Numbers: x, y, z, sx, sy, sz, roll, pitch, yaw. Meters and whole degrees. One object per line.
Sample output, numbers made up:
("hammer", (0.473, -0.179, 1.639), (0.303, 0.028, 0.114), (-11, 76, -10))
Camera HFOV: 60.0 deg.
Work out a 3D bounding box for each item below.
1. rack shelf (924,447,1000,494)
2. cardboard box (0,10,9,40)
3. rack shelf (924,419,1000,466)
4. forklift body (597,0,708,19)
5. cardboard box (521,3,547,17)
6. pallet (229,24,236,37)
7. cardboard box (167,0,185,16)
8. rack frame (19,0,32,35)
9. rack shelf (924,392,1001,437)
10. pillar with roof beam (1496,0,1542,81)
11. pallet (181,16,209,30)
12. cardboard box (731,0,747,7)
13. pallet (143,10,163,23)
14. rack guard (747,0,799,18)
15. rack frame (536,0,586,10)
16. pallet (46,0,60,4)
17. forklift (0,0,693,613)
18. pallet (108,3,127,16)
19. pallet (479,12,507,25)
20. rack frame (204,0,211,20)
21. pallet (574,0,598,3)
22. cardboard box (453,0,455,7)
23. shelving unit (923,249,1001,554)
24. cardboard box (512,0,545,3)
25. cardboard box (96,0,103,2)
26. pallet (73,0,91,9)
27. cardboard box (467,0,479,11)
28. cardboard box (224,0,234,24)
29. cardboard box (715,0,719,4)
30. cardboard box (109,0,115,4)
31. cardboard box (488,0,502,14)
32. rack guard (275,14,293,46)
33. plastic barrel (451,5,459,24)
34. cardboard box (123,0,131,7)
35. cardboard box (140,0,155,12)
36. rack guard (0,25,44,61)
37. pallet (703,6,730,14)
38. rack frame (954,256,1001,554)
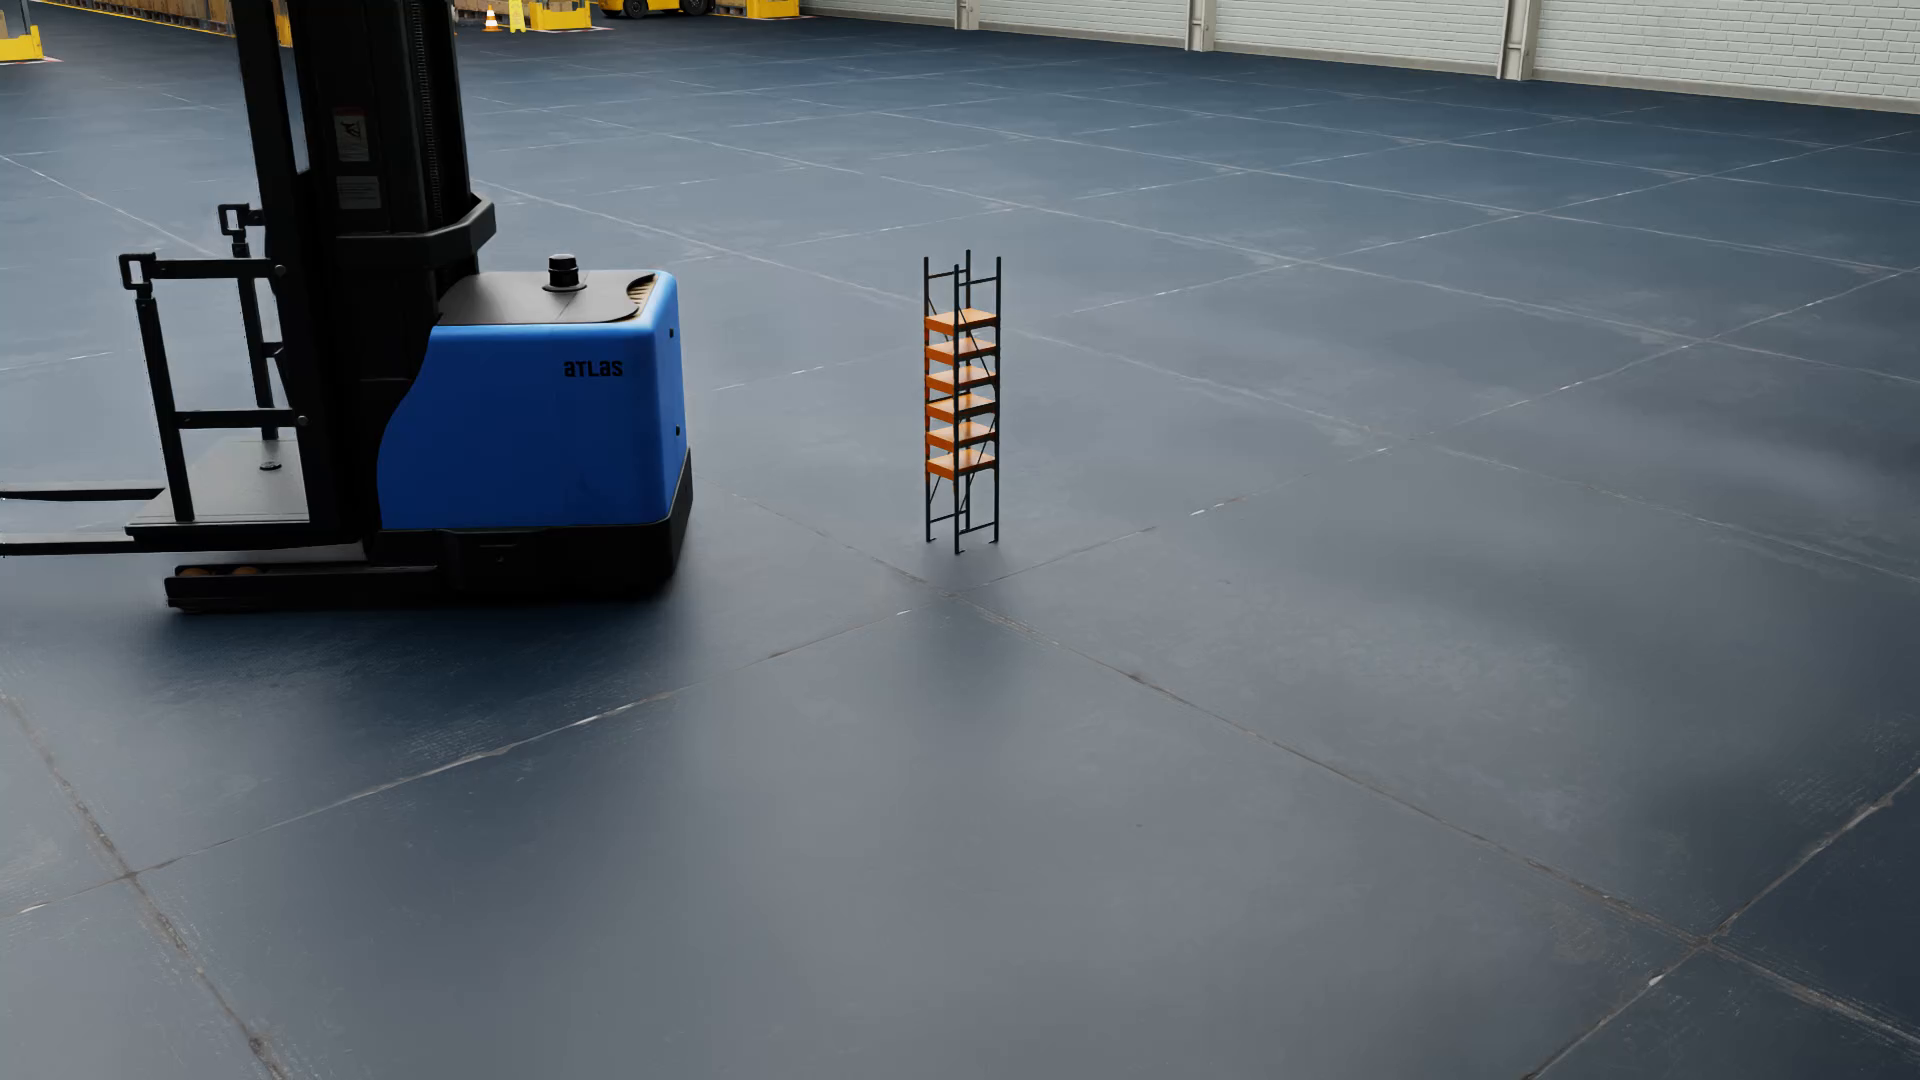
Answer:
("rack shelf", (0.009, -0.290, 6.859), (0.258, 0.103, 0.180), (-17, 27, -37))
("cardboard box", (-15.665, -8.262, 26.816), (0.500, 0.500, 0.500), (-12, 24, -28))
("rack shelf", (0.009, -0.402, 6.815), (0.258, 0.103, 0.180), (-17, 27, -37))
("forklift body", (-6.624, -12.290, 35.412), (2.313, 2.155, 1.214), (-17, 27, -37))
("cardboard box", (-8.510, -10.494, 32.857), (0.500, 0.250, 0.500), (-18, 27, -38))
("pallet", (-12.820, -9.447, 30.814), (1.003, 0.211, 1.213), (-17, 27, -37))
("cardboard box", (-15.158, -10.877, 33.150), (1.050, 0.750, 0.750), (-17, 27, -37))
("rack frame", (-15.270, -9.053, 25.986), (1.000, 3.000, 0.127), (-17, 27, -37))
("rack shelf", (0.009, -0.513, 6.771), (0.258, 0.103, 0.180), (-17, 27, -37))
("pillar with roof beam", (4.712, -9.798, 19.660), (9.100, 9.000, 0.400), (-17, 27, -37))
("pallet", (-14.618, -10.208, 32.758), (1.003, 0.211, 1.213), (-17, 27, -37))
("cardboard box", (-4.551, -11.565, 35.593), (0.500, 0.250, 0.500), (-17, 27, -37))
("pallet", (-16.211, -10.882, 34.479), (1.003, 0.211, 1.213), (-17, 27, -37))
("rack guard", (-3.989, -11.425, 35.467), (1.175, 0.500, 0.348), (-17, 27, -37))
("rack frame", (-7.762, -11.413, 32.009), (1.000, 3.000, 0.127), (-17, 27, -37))
("pallet", (-21.337, -13.074, 40.076), (1.003, 0.211, 1.213), (-17, 27, -37))
("forklift", (-2.647, -1.289, 6.256), (3.031, 2.935, 1.130), (-1, 21, -3))
("pallet", (-17.970, -11.671, 36.493), (1.003, 0.211, 1.213), (-17, 27, -37))
("pallet", (-9.108, -10.705, 34.026), (1.003, 0.211, 1.213), (-17, 27, -37))
("rack frame", (-14.057, -11.311, 31.751), (1.000, 3.000, 0.127), (-17, 27, -37))
("pallet", (-8.719, -13.270, 40.576), (1.003, 0.211, 1.213), (-17, 27, -37))
("cardboard box", (-10.718, -11.634, 35.602), (0.950, 0.372, 0.625), (-17, 27, -37))
("shelving unit", (0.009, -0.555, 6.755), (0.258, 1.200, 0.189), (-17, 27, -37))
("cardboard box", (-8.483, -10.836, 32.704), (0.500, 0.500, 0.500), (-17, 27, -37))
("cardboard box", (-18.998, -12.286, 37.091), (0.500, 0.500, 0.500), (-16, 27, -35))
("pallet", (-19.745, -12.400, 38.355), (1.003, 0.211, 1.213), (-17, 27, -37))
("cardboard box", (-9.836, -11.061, 34.305), (0.500, 0.250, 0.500), (-16, 26, -34))
("cardboard box", (-13.109, -10.079, 30.942), (0.875, 0.875, 0.875), (-17, 27, -37))
("cardboard box", (-5.188, -11.845, 36.308), (0.500, 0.250, 0.500), (-17, 27, -37))
("cardboard box", (-18.299, -11.999, 36.357), (0.500, 0.500, 0.500), (-17, 27, -37))
("cardboard box", (-9.172, -10.775, 33.576), (0.500, 0.250, 0.500), (-19, 28, -39))
("rack guard", (-11.431, -9.036, 29.368), (1.175, 0.500, 0.348), (-17, 27, -37))
("plastic barrel", (-10.258, -10.423, 33.016), (0.512, 0.421, 0.421), (0, 21, -1))
("cardboard box", (-17.632, -11.712, 35.625), (0.500, 0.500, 0.500), (-16, 27, -35))
("cardboard box", (-16.339, -11.375, 34.422), (1.050, 0.750, 0.750), (-18, 28, -38))
("rack guard", (-15.320, -7.910, 26.495), (1.175, 0.500, 0.348), (-17, 27, -37))
("pallet", (-5.328, -11.835, 36.911), (1.003, 0.211, 1.213), (-17, 27, -37))
("rack frame", (0.069, -0.529, 6.690), (0.240, 1.200, 0.006), (-17, 27, -37))
